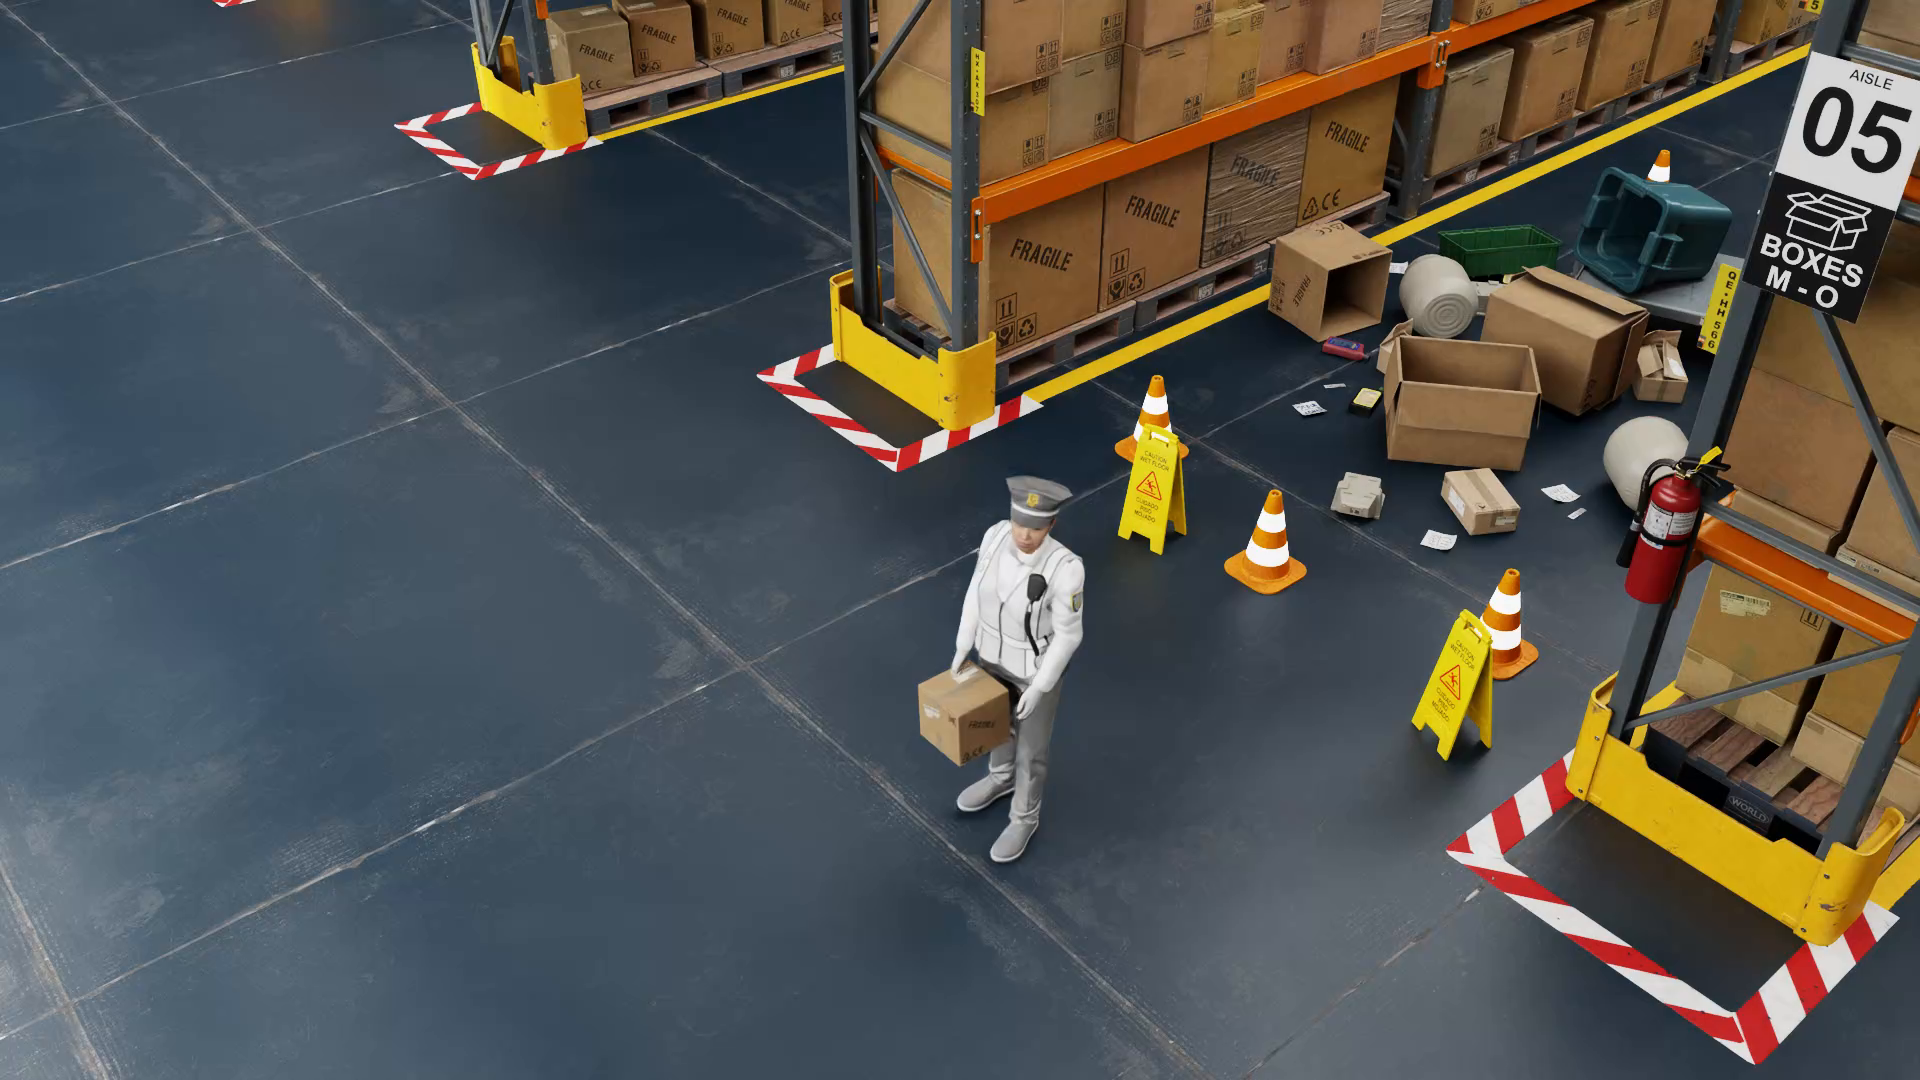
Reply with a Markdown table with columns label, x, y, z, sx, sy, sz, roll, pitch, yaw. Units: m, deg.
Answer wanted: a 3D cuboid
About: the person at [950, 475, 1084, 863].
| label | x | y | z | sx | sy | sz | roll | pitch | yaw |
| --- | --- | --- | --- | --- | --- | --- | --- | --- | --- |
| person | 0.208 | 0.486 | 6.381 | 0.504 | 1.689 | 0.440 | 25 | 43 | 31 |
